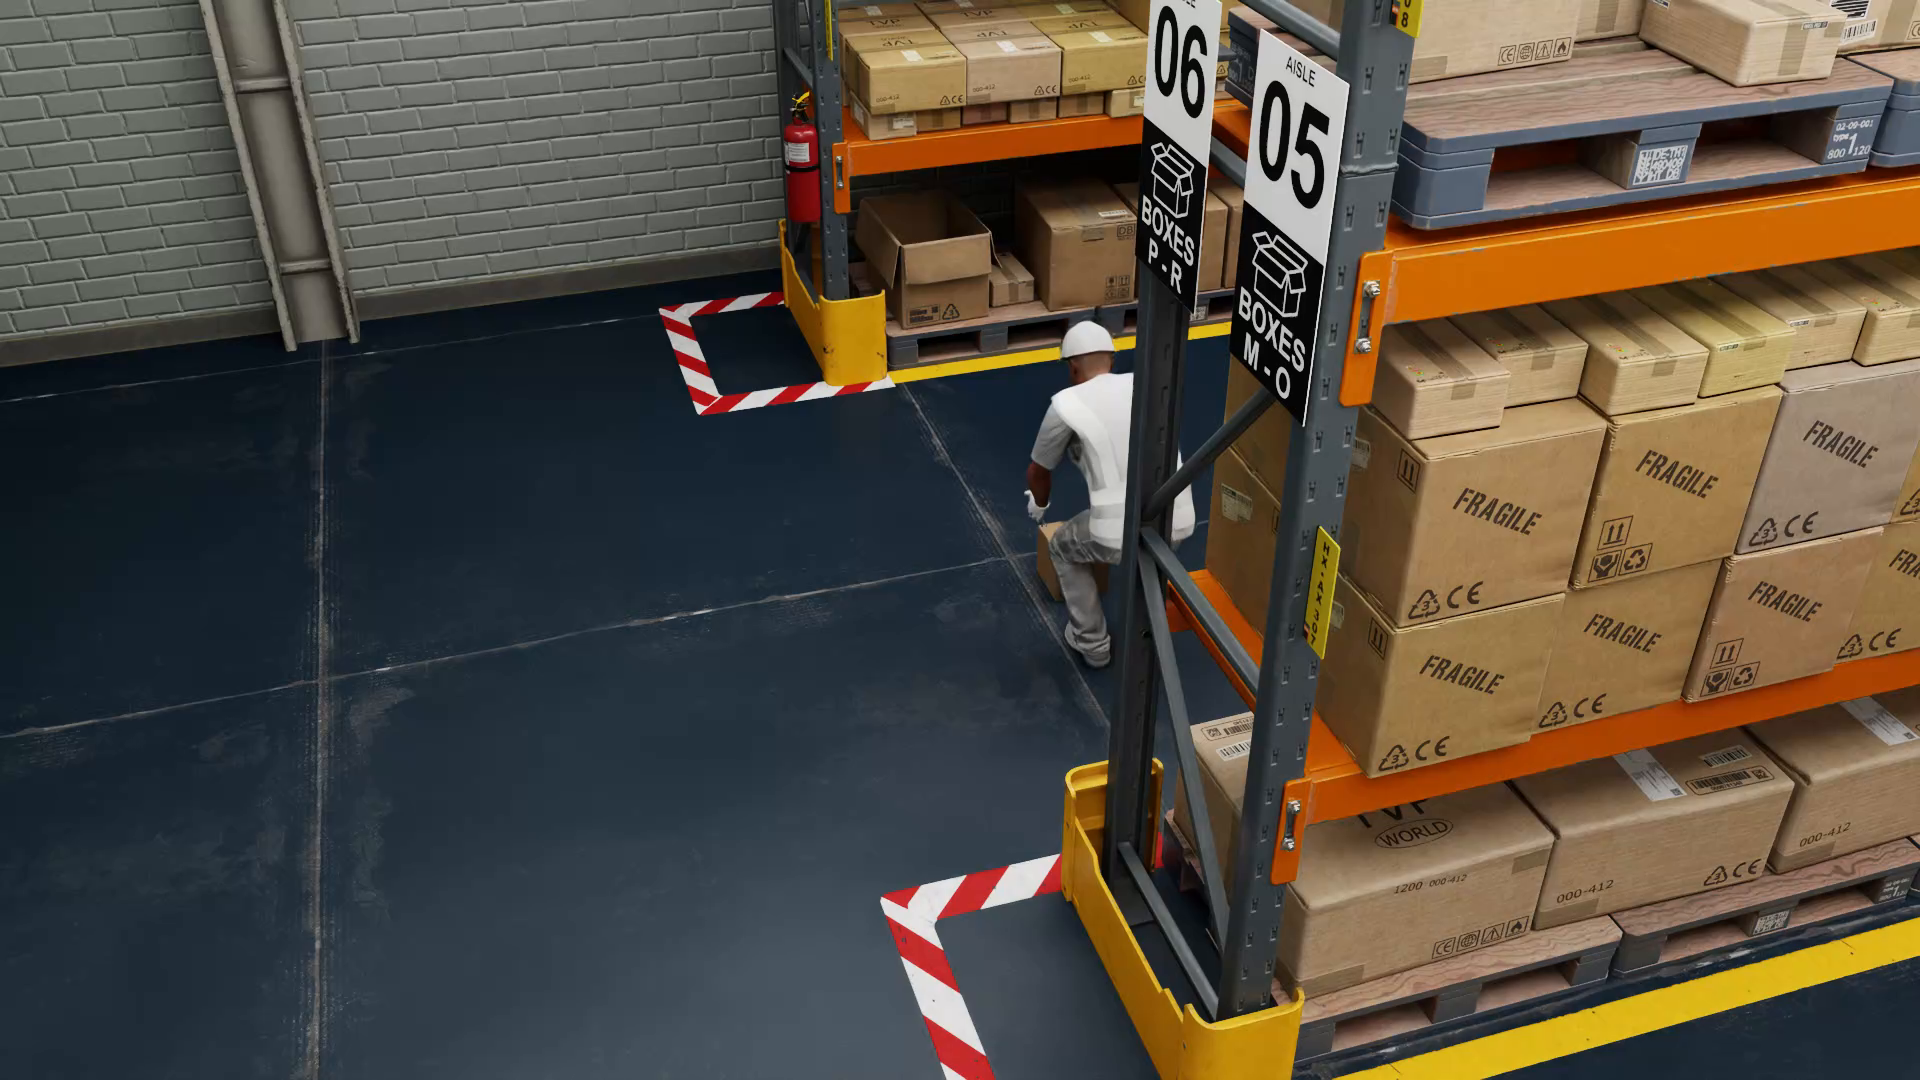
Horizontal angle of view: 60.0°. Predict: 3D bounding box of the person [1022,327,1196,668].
[{"bbox_3d":[0.598,-0.136,6.749,0.611,1.319,0.816,-10,35,-15],"label":"person"}]
